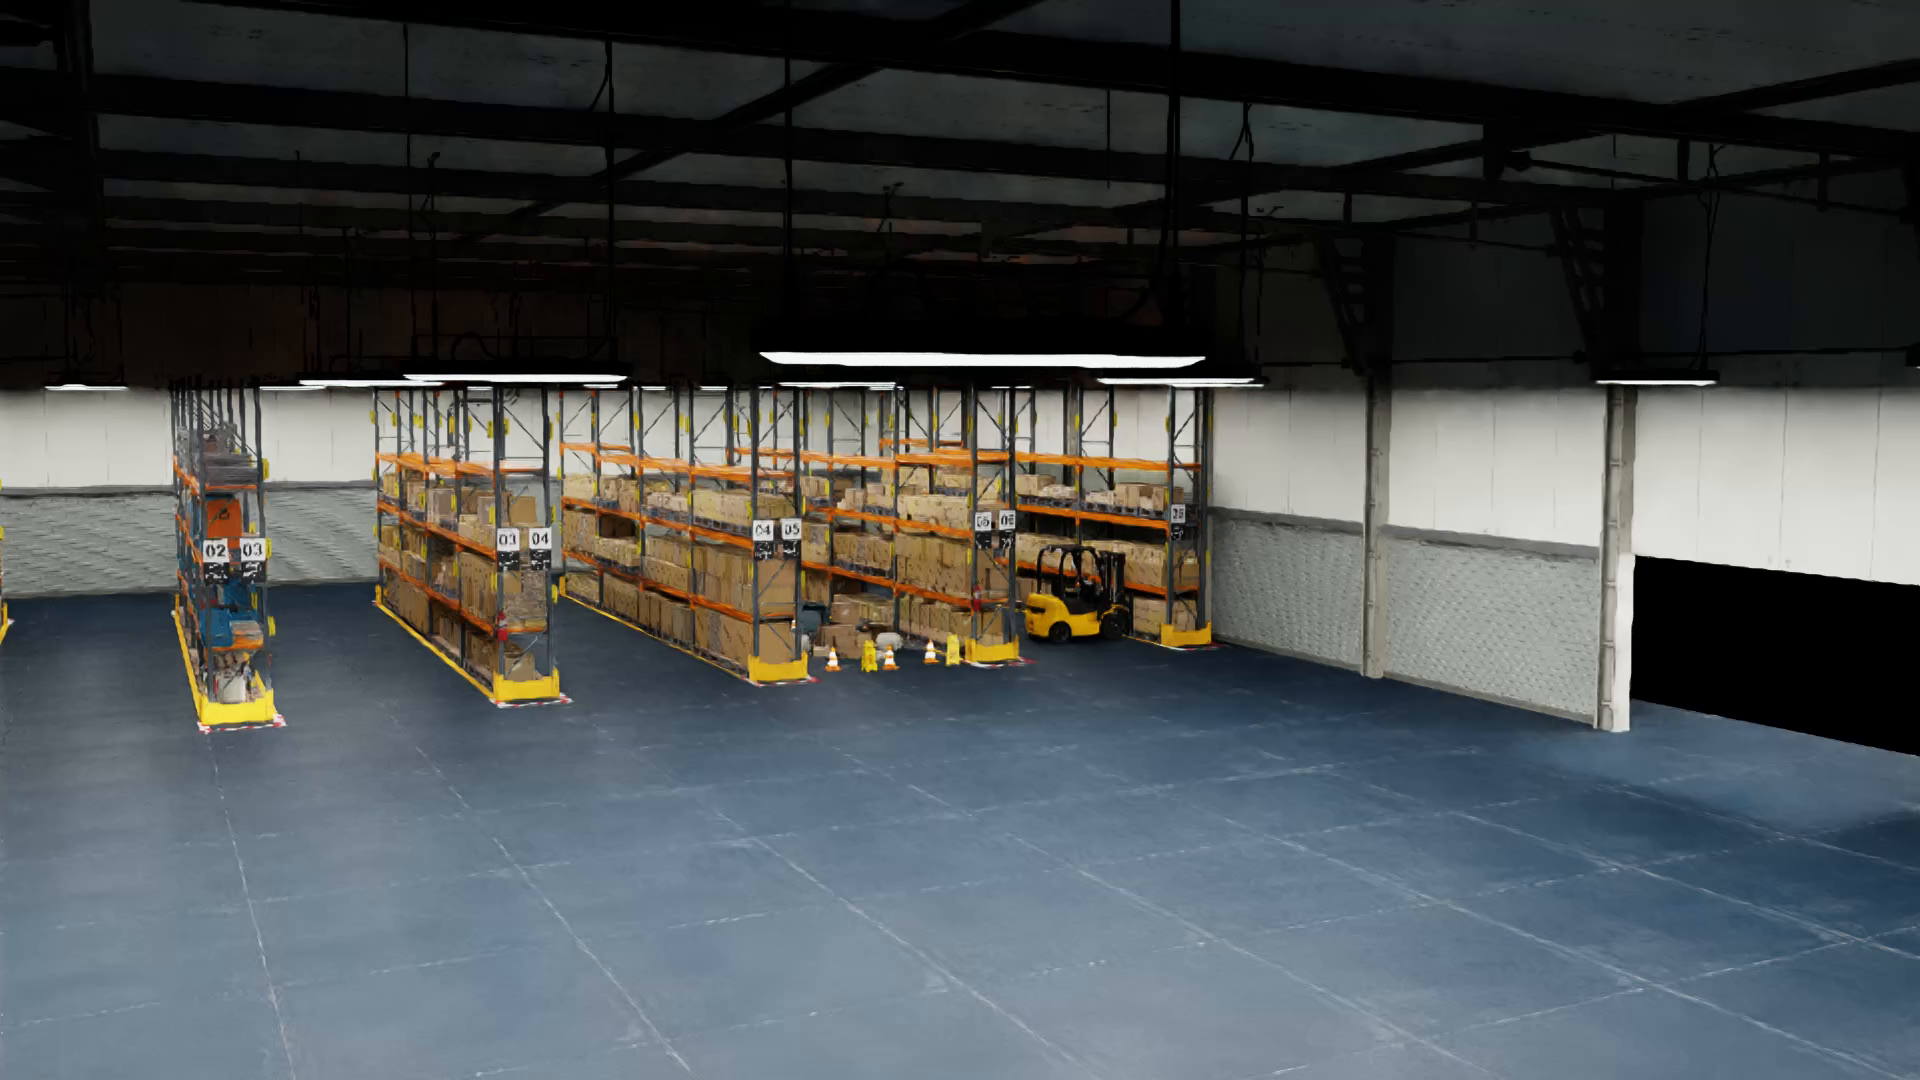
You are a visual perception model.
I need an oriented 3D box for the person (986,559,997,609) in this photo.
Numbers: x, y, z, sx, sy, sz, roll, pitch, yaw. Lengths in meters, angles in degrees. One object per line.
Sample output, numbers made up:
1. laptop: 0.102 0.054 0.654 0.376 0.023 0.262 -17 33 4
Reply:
1. person: 0.710 1.330 39.339 0.497 1.765 0.615 0 5 4
